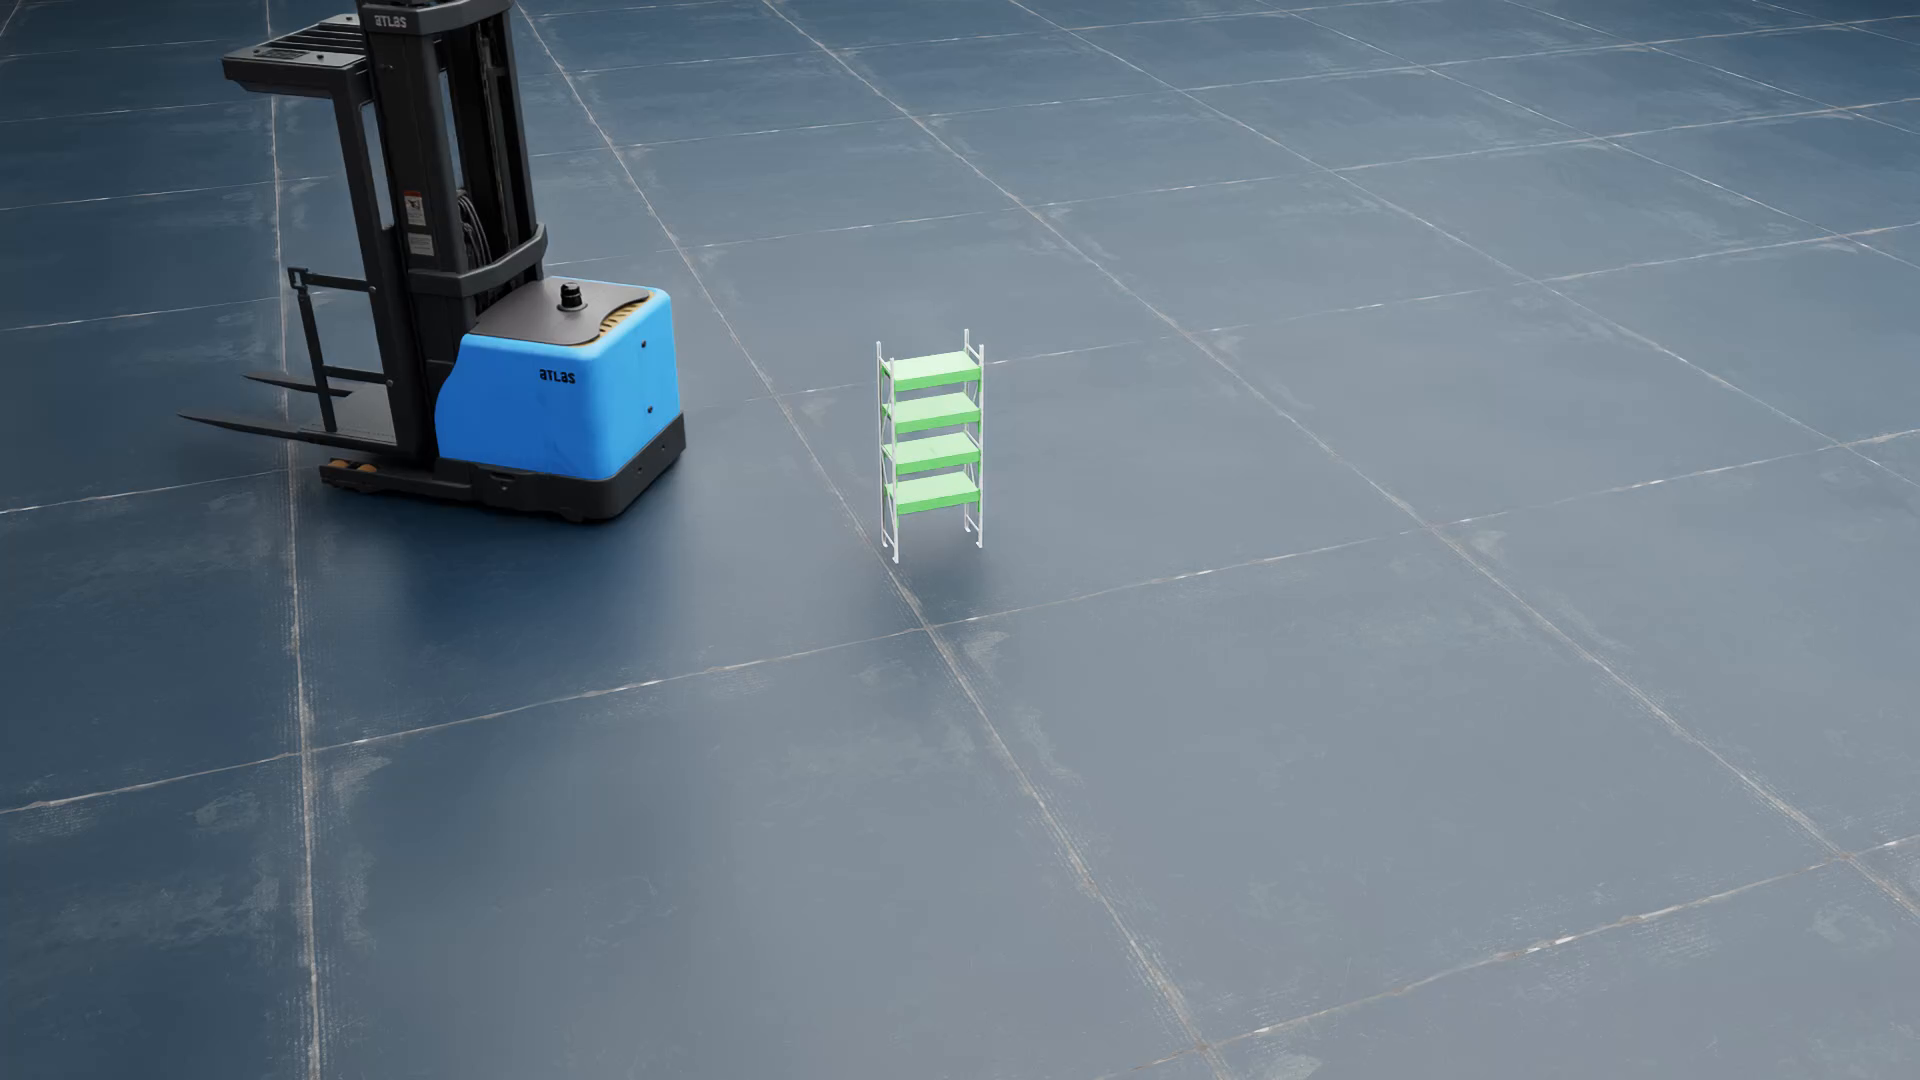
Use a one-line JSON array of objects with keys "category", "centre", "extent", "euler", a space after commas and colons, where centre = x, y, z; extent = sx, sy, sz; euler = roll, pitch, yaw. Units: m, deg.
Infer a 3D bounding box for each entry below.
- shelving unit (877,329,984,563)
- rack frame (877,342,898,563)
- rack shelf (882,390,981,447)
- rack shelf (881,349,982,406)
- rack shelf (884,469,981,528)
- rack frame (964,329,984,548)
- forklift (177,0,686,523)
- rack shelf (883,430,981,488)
[{"category": "shelving unit", "centre": [-0.155, -0.493, 8.903], "extent": [0.503, 1.200, 0.258], "euler": [-10, 31, -18]}, {"category": "rack frame", "centre": [-0.384, -0.451, 8.829], "extent": [0.015, 1.200, 0.240], "euler": [-10, 31, -18]}, {"category": "rack shelf", "centre": [-0.155, -0.646, 8.816], "extent": [0.480, 0.148, 0.258], "euler": [-10, 31, -18]}, {"category": "rack shelf", "centre": [-0.155, -0.854, 8.697], "extent": [0.480, 0.148, 0.258], "euler": [-10, 31, -18]}, {"category": "rack shelf", "centre": [-0.155, -0.229, 9.053], "extent": [0.480, 0.148, 0.258], "euler": [-10, 31, -18]}, {"category": "rack frame", "centre": [0.074, -0.535, 8.977], "extent": [0.015, 1.200, 0.240], "euler": [-10, 31, -18]}, {"category": "forklift", "centre": [-3.237, -1.784, 9.420], "extent": [3.031, 2.935, 1.130], "euler": [9, 31, 15]}, {"category": "rack shelf", "centre": [-0.155, -0.437, 8.934], "extent": [0.480, 0.148, 0.258], "euler": [-10, 31, -18]}]
